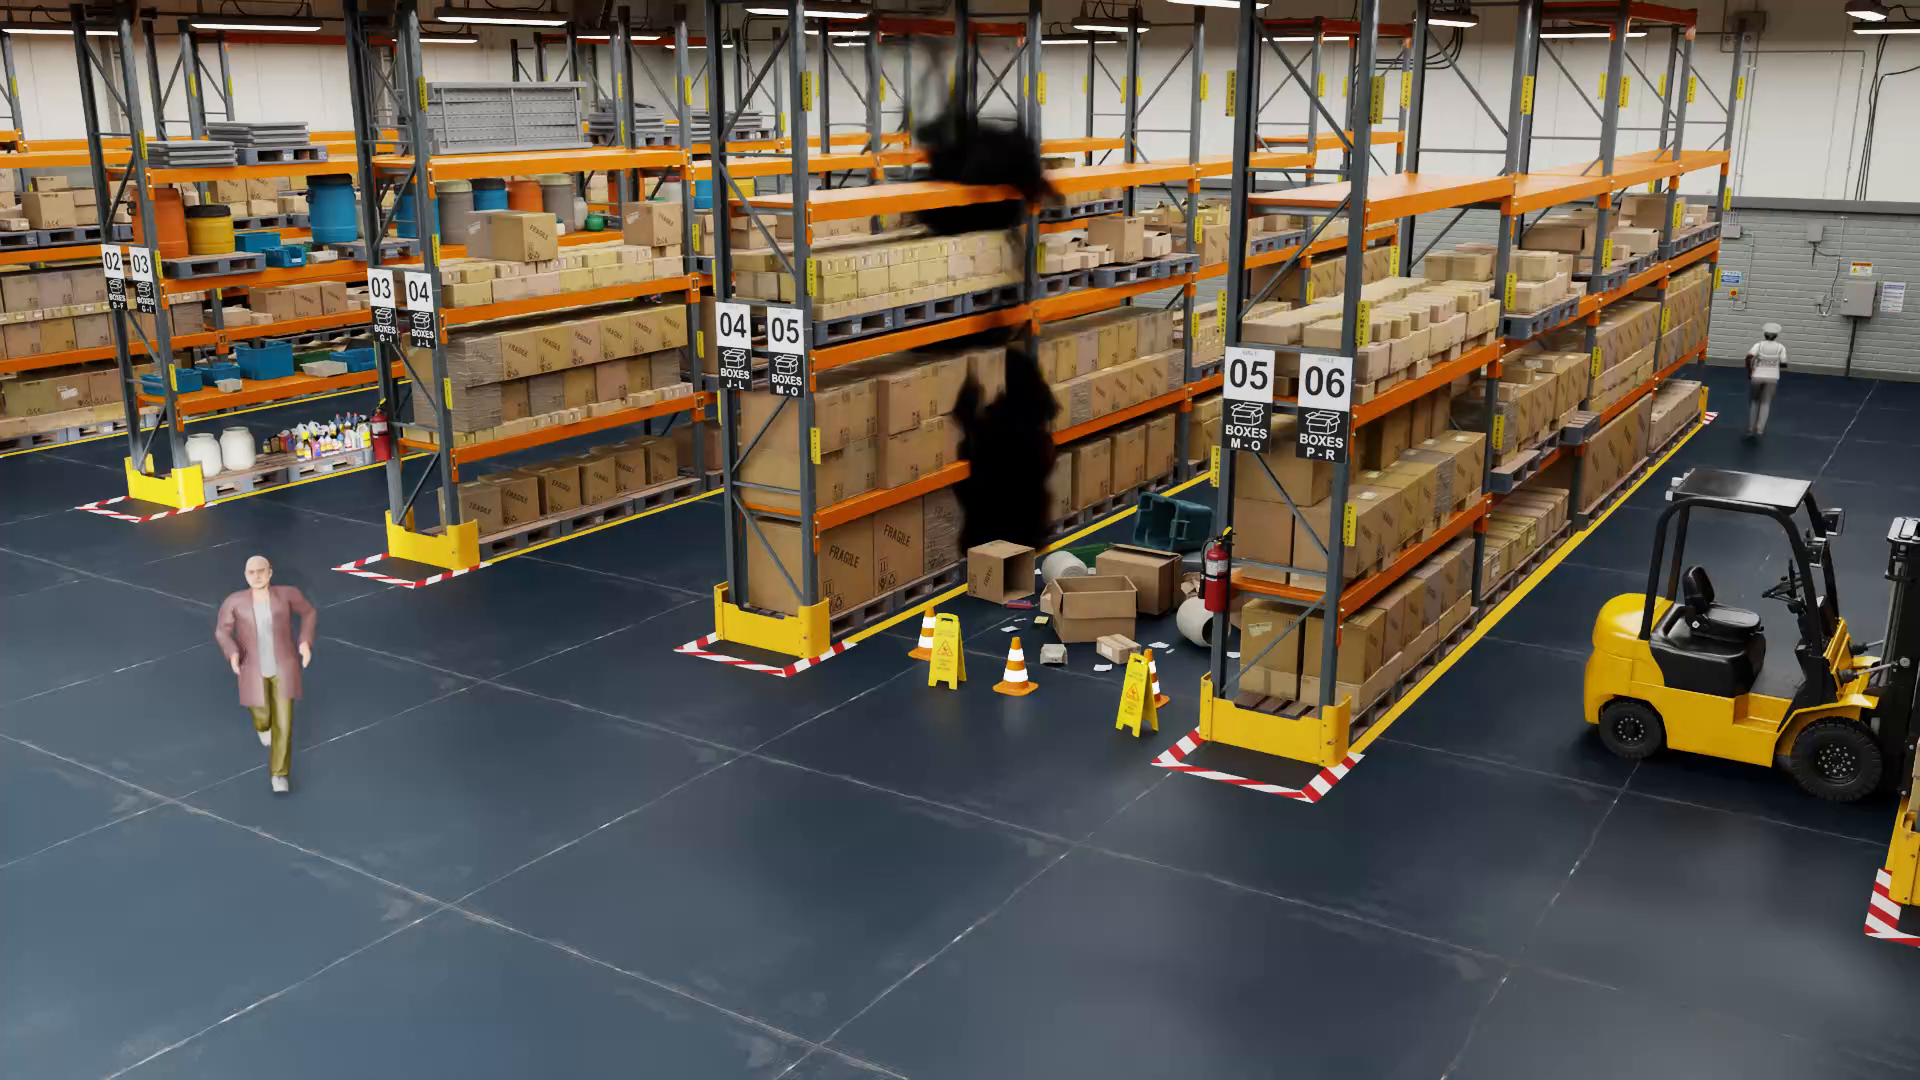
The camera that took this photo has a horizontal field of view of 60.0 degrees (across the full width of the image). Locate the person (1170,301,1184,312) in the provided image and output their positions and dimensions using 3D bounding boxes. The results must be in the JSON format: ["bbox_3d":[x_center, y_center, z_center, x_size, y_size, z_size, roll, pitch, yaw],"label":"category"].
[{"bbox_3d":[3.424,-2.882,26.385,0.626,1.828,0.736,11,19,34],"label":"person"}]

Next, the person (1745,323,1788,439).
[{"bbox_3d":[11.749,-2.287,24.306,0.564,1.748,0.794,8,18,27],"label":"person"}]

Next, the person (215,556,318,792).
[{"bbox_3d":[-5.187,1.008,12.537,0.724,1.675,0.925,-6,17,-20],"label":"person"}]
